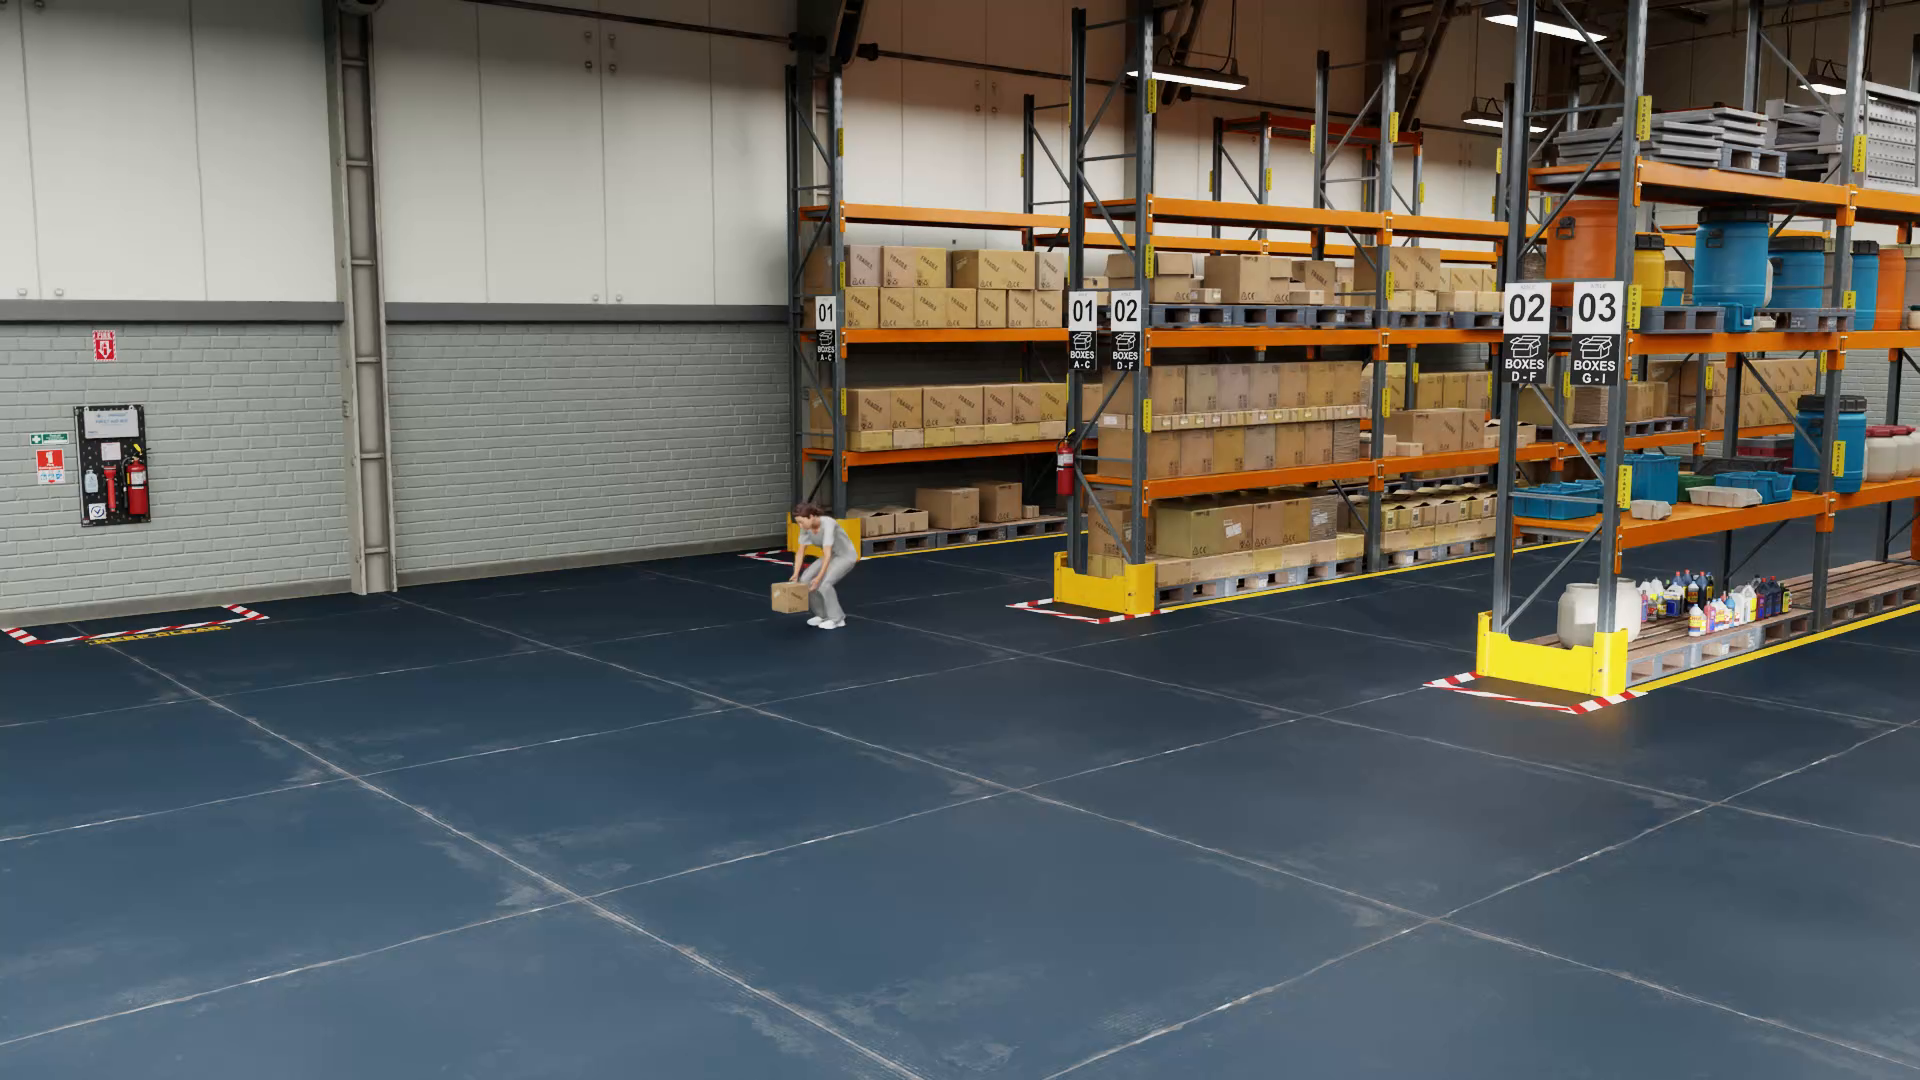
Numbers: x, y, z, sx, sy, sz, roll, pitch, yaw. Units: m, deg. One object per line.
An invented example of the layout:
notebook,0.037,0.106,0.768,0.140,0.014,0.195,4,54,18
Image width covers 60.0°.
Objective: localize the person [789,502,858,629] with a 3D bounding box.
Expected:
person,-1.289,0.227,15.822,0.716,1.221,0.496,-7,10,-41
